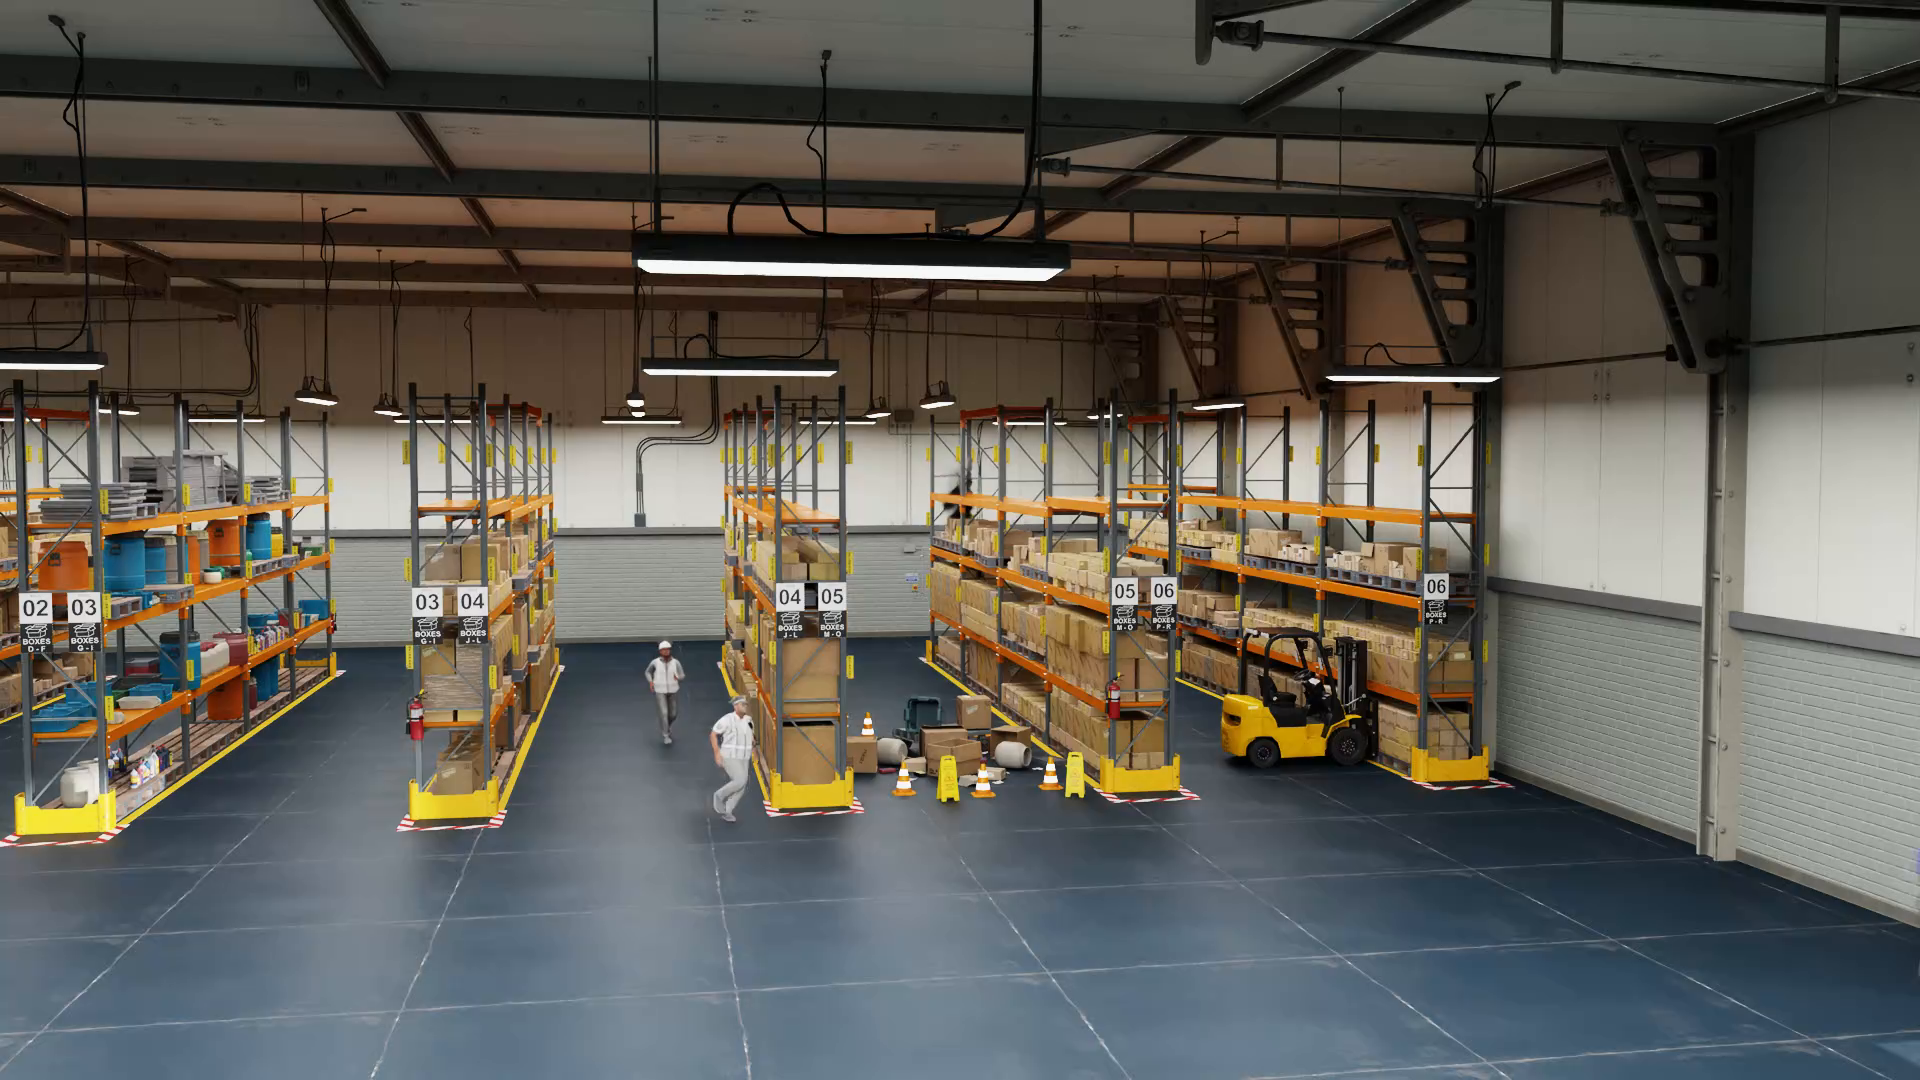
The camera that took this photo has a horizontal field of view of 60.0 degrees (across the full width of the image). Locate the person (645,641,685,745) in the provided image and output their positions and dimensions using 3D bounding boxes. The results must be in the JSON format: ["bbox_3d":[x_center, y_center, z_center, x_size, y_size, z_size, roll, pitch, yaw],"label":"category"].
[{"bbox_3d":[-5.136,2.643,29.027,0.666,1.750,0.921,-1,3,-22],"label":"person"}]

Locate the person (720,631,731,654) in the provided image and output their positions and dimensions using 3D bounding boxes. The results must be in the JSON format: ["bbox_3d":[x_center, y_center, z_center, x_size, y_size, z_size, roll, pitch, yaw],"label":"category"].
[{"bbox_3d":[-5.520,2.021,40.731,0.675,1.565,0.617,-1,3,-12],"label":"person"}]

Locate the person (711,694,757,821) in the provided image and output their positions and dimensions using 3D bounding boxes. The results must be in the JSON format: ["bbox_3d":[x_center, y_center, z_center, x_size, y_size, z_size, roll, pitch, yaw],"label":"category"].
[{"bbox_3d":[-3.034,2.986,22.906,0.539,1.707,0.700,3,4,41],"label":"person"}]
